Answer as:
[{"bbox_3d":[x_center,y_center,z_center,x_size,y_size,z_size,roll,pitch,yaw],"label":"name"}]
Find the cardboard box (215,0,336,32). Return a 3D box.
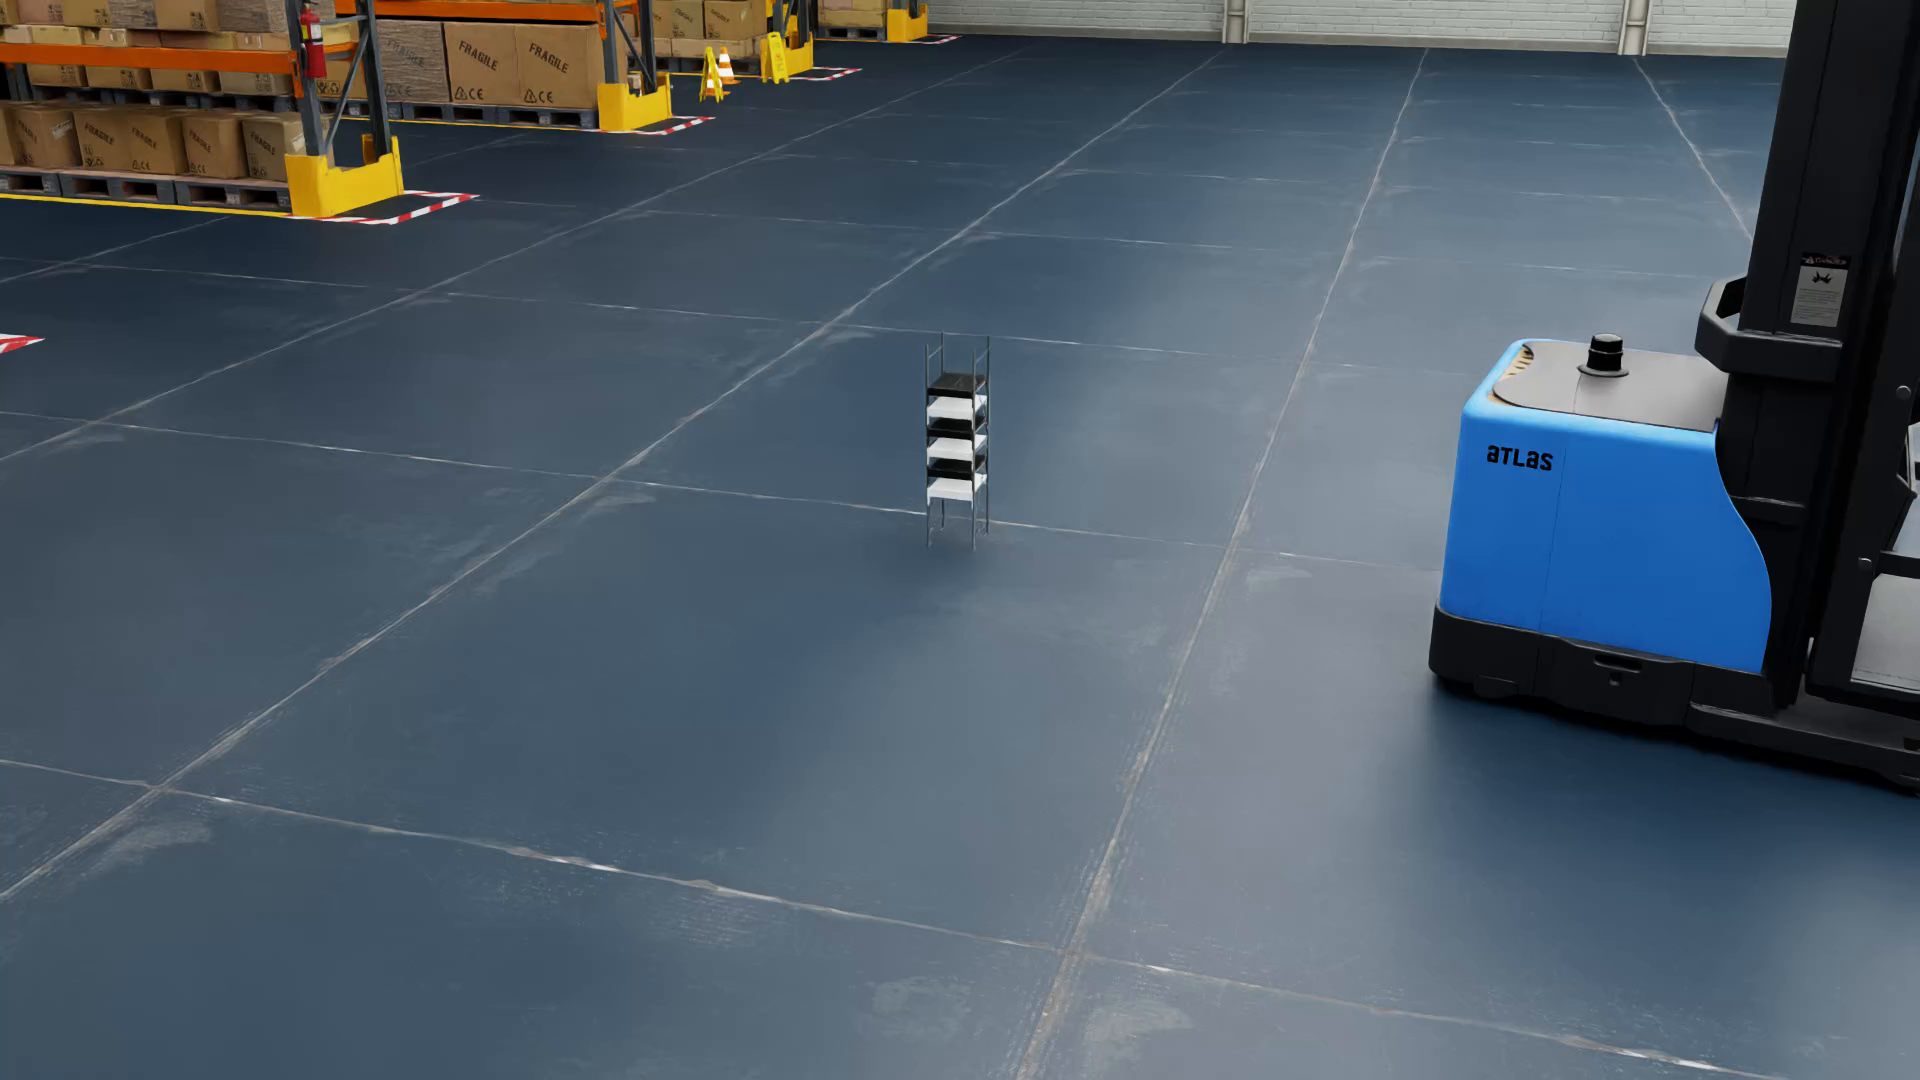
[{"bbox_3d":[-5.701,-4.531,13.840,0.500,0.500,0.875,7,23,16],"label":"cardboard box"}]

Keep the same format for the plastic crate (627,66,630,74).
[{"bbox_3d":[-4.883,-6.495,22.999,0.583,0.080,0.402,-1,22,-3],"label":"plastic crate"}]

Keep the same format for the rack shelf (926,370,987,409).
[{"bbox_3d":[-0.008,-0.636,7.012,0.200,0.077,0.258,7,23,16],"label":"rack shelf"}]

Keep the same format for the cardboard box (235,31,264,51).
[{"bbox_3d":[-5.754,-4.145,13.752,0.250,0.149,0.380,7,23,16],"label":"cardboard box"}]

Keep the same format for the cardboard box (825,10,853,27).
[{"bbox_3d":[-1.904,-8.598,27.349,0.500,0.250,0.500,7,23,15],"label":"cardboard box"}]

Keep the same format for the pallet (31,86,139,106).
[{"bbox_3d":[-10.579,-5.541,20.500,1.213,0.211,1.003,7,23,16],"label":"pallet"}]

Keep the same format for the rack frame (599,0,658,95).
[{"bbox_3d":[-3.653,-6.068,18.110,0.127,3.000,1.000,7,23,16],"label":"rack frame"}]

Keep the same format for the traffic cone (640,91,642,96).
[{"bbox_3d":[-3.751,-5.468,19.992,0.334,0.463,0.336,7,23,16],"label":"traffic cone"}]

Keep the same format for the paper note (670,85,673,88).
[{"bbox_3d":[-3.799,-5.884,21.575,0.142,0.019,0.148,-1,22,-3],"label":"paper note"}]

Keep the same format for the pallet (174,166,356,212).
[{"bbox_3d":[-6.022,-3.097,14.542,1.213,0.211,1.003,7,23,16],"label":"pallet"}]

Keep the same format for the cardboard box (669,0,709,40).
[{"bbox_3d":[-3.662,-7.196,22.941,0.500,0.500,0.500,7,23,17],"label":"cardboard box"}]

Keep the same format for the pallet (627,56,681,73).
[{"bbox_3d":[-4.324,-6.832,23.648,1.213,0.211,1.003,7,23,16],"label":"pallet"}]

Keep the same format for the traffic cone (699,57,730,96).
[{"bbox_3d":[-3.099,-5.842,20.902,0.334,0.463,0.336,7,23,16],"label":"traffic cone"}]

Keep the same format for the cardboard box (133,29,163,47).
[{"bbox_3d":[-6.716,-4.248,14.005,0.250,0.149,0.380,7,23,16],"label":"cardboard box"}]

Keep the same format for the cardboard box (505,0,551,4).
[{"bbox_3d":[-4.554,-6.214,18.269,0.550,0.550,0.875,7,23,16],"label":"cardboard box"}]

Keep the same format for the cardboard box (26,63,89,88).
[{"bbox_3d":[-10.755,-5.999,20.353,0.750,0.750,1.050,6,23,15],"label":"cardboard box"}]

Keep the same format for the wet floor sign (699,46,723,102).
[{"bbox_3d":[-3.053,-5.695,20.303,0.232,0.644,0.267,3,22,6],"label":"wet floor sign"}]

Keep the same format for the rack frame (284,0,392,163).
[{"bbox_3d":[-5.182,-4.277,13.744,0.127,3.000,1.000,7,23,16],"label":"rack frame"}]

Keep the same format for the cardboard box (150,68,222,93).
[{"bbox_3d":[-9.025,-5.802,19.874,0.750,0.750,1.050,7,23,15],"label":"cardboard box"}]

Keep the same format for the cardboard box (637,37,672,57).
[{"bbox_3d":[-4.167,-6.906,23.222,0.500,0.250,0.500,6,23,14],"label":"cardboard box"}]

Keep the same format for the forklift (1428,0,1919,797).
[{"bbox_3d":[3.232,-0.728,5.184,3.031,2.935,1.130,11,25,25],"label":"forklift"}]

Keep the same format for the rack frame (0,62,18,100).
[{"bbox_3d":[-9.012,-4.715,14.813,0.127,3.000,1.000,7,23,16],"label":"rack frame"}]

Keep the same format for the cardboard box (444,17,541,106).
[{"bbox_3d":[-5.164,-5.425,18.790,0.875,0.875,0.875,6,23,15],"label":"cardboard box"}]

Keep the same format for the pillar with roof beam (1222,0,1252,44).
[{"bbox_3d":[3.205,-10.639,21.349,0.400,9.000,9.100,7,23,16],"label":"pillar with roof beam"}]

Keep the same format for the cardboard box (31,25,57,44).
[{"bbox_3d":[-7.689,-4.338,14.225,0.250,0.149,0.380,7,23,16],"label":"cardboard box"}]

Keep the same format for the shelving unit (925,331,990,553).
[{"bbox_3d":[-0.008,-0.417,7.101,0.210,0.900,0.258,7,23,16],"label":"shelving unit"}]

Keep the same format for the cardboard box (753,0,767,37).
[{"bbox_3d":[-3.035,-7.338,23.288,0.500,0.500,0.500,6,23,14],"label":"cardboard box"}]

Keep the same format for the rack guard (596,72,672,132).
[{"bbox_3d":[-3.630,-4.909,18.578,0.348,0.500,1.175,7,23,16],"label":"rack guard"}]

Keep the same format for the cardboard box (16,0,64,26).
[{"bbox_3d":[-7.622,-4.742,14.353,0.500,0.500,0.875,7,23,16],"label":"cardboard box"}]

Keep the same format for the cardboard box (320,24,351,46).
[{"bbox_3d":[-5.386,-4.279,14.079,0.250,0.149,0.380,7,23,16],"label":"cardboard box"}]

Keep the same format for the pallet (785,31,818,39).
[{"bbox_3d":[-2.798,-8.594,27.944,1.213,0.211,1.003,7,23,15],"label":"pallet"}]

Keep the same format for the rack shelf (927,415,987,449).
[{"bbox_3d":[-0.008,-0.470,7.080,0.200,0.077,0.258,7,23,16],"label":"rack shelf"}]

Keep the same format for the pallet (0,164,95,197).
[{"bbox_3d":[-8.358,-3.365,15.194,1.213,0.211,1.003,7,23,16],"label":"pallet"}]

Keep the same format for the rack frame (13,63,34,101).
[{"bbox_3d":[-11.312,-6.945,20.248,0.127,3.000,1.000,7,23,16],"label":"rack frame"}]

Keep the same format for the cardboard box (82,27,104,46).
[{"bbox_3d":[-7.200,-4.296,14.121,0.250,0.149,0.380,7,23,16],"label":"cardboard box"}]

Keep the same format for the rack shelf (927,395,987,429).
[{"bbox_3d":[-0.008,-0.553,7.046,0.200,0.077,0.258,7,23,16],"label":"rack shelf"}]

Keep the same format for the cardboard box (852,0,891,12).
[{"bbox_3d":[-1.446,-8.775,27.120,0.500,0.250,0.500,6,23,15],"label":"cardboard box"}]

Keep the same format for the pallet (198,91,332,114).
[{"bbox_3d":[-8.243,-5.274,19.848,1.213,0.211,1.003,7,23,16],"label":"pallet"}]

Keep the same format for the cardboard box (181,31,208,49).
[{"bbox_3d":[-6.243,-4.186,13.854,0.250,0.149,0.380,7,23,16],"label":"cardboard box"}]

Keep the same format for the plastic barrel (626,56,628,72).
[{"bbox_3d":[-4.734,-6.362,22.222,0.512,0.421,0.421,-14,26,-30],"label":"plastic barrel"}]

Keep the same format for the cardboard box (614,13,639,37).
[{"bbox_3d":[-4.650,-7.310,23.221,0.500,0.500,0.500,8,24,18],"label":"cardboard box"}]

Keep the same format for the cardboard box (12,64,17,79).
[{"bbox_3d":[-12.017,-5.960,20.587,0.500,0.500,0.500,6,23,15],"label":"cardboard box"}]

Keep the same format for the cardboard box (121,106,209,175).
[{"bbox_3d":[-6.951,-3.518,14.634,0.500,0.500,0.500,9,24,20],"label":"cardboard box"}]

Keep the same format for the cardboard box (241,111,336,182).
[{"bbox_3d":[-5.775,-3.389,14.321,0.500,0.500,0.500,11,25,25],"label":"cardboard box"}]

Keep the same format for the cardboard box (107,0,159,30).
[{"bbox_3d":[-6.680,-4.613,14.039,0.500,0.500,0.875,7,23,16],"label":"cardboard box"}]

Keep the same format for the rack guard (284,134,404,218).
[{"bbox_3d":[-5.255,-3.129,14.239,0.348,0.500,1.175,7,23,16],"label":"rack guard"}]

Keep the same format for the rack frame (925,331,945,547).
[{"bbox_3d":[-0.105,-0.428,7.129,0.006,0.900,0.240,7,23,16],"label":"rack frame"}]

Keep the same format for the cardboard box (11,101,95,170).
[{"bbox_3d":[-8.090,-3.635,14.919,0.500,0.500,0.500,15,27,32],"label":"cardboard box"}]

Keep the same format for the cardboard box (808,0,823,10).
[{"bbox_3d":[-2.423,-8.882,27.383,0.500,0.250,0.500,6,23,14],"label":"cardboard box"}]

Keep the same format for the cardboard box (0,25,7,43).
[{"bbox_3d":[-8.168,-4.393,14.358,0.250,0.149,0.380,7,23,16],"label":"cardboard box"}]

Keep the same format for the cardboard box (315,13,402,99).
[{"bbox_3d":[-6.900,-5.623,19.273,0.875,0.875,0.875,7,23,16],"label":"cardboard box"}]

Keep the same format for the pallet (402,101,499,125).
[{"bbox_3d":[-5.605,-4.971,19.112,1.213,0.211,1.003,7,23,15],"label":"pallet"}]

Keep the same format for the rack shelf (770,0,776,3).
[{"bbox_3d":[-4.234,-7.764,23.193,4.000,0.370,1.077,7,23,16],"label":"rack shelf"}]

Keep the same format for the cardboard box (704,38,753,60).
[{"bbox_3d":[-3.194,-6.793,22.948,0.500,0.250,0.500,6,23,15],"label":"cardboard box"}]
